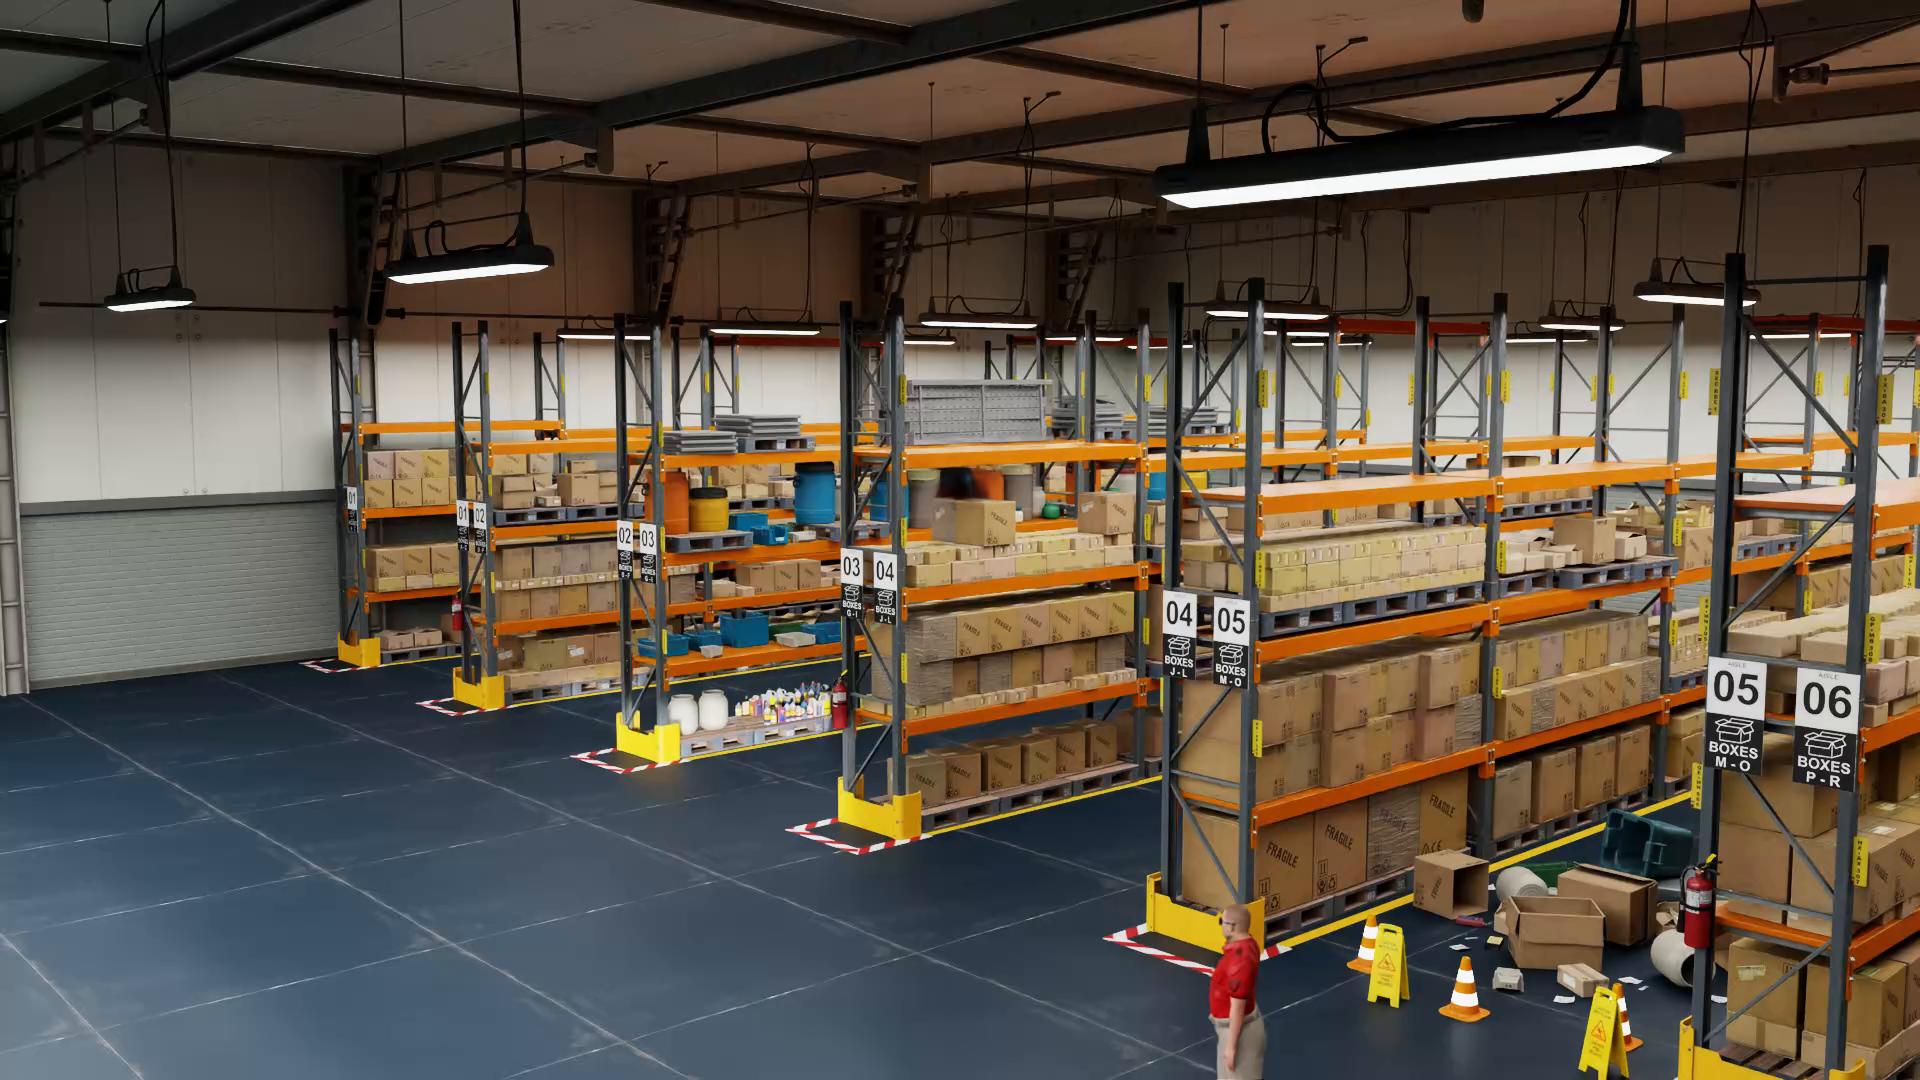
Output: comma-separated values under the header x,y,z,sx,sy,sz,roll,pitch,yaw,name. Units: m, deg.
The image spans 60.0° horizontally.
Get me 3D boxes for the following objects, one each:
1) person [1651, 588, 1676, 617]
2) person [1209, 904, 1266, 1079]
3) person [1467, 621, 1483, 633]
x,y,z,sx,sy,sz,roll,pitch,yaw,name
12.126,1.551,28.657,0.451,1.557,0.768,4,7,32,person
1.774,3.231,10.844,0.442,1.744,0.550,0,6,4,person
7.632,1.924,24.434,0.594,1.684,0.656,-4,7,-37,person
